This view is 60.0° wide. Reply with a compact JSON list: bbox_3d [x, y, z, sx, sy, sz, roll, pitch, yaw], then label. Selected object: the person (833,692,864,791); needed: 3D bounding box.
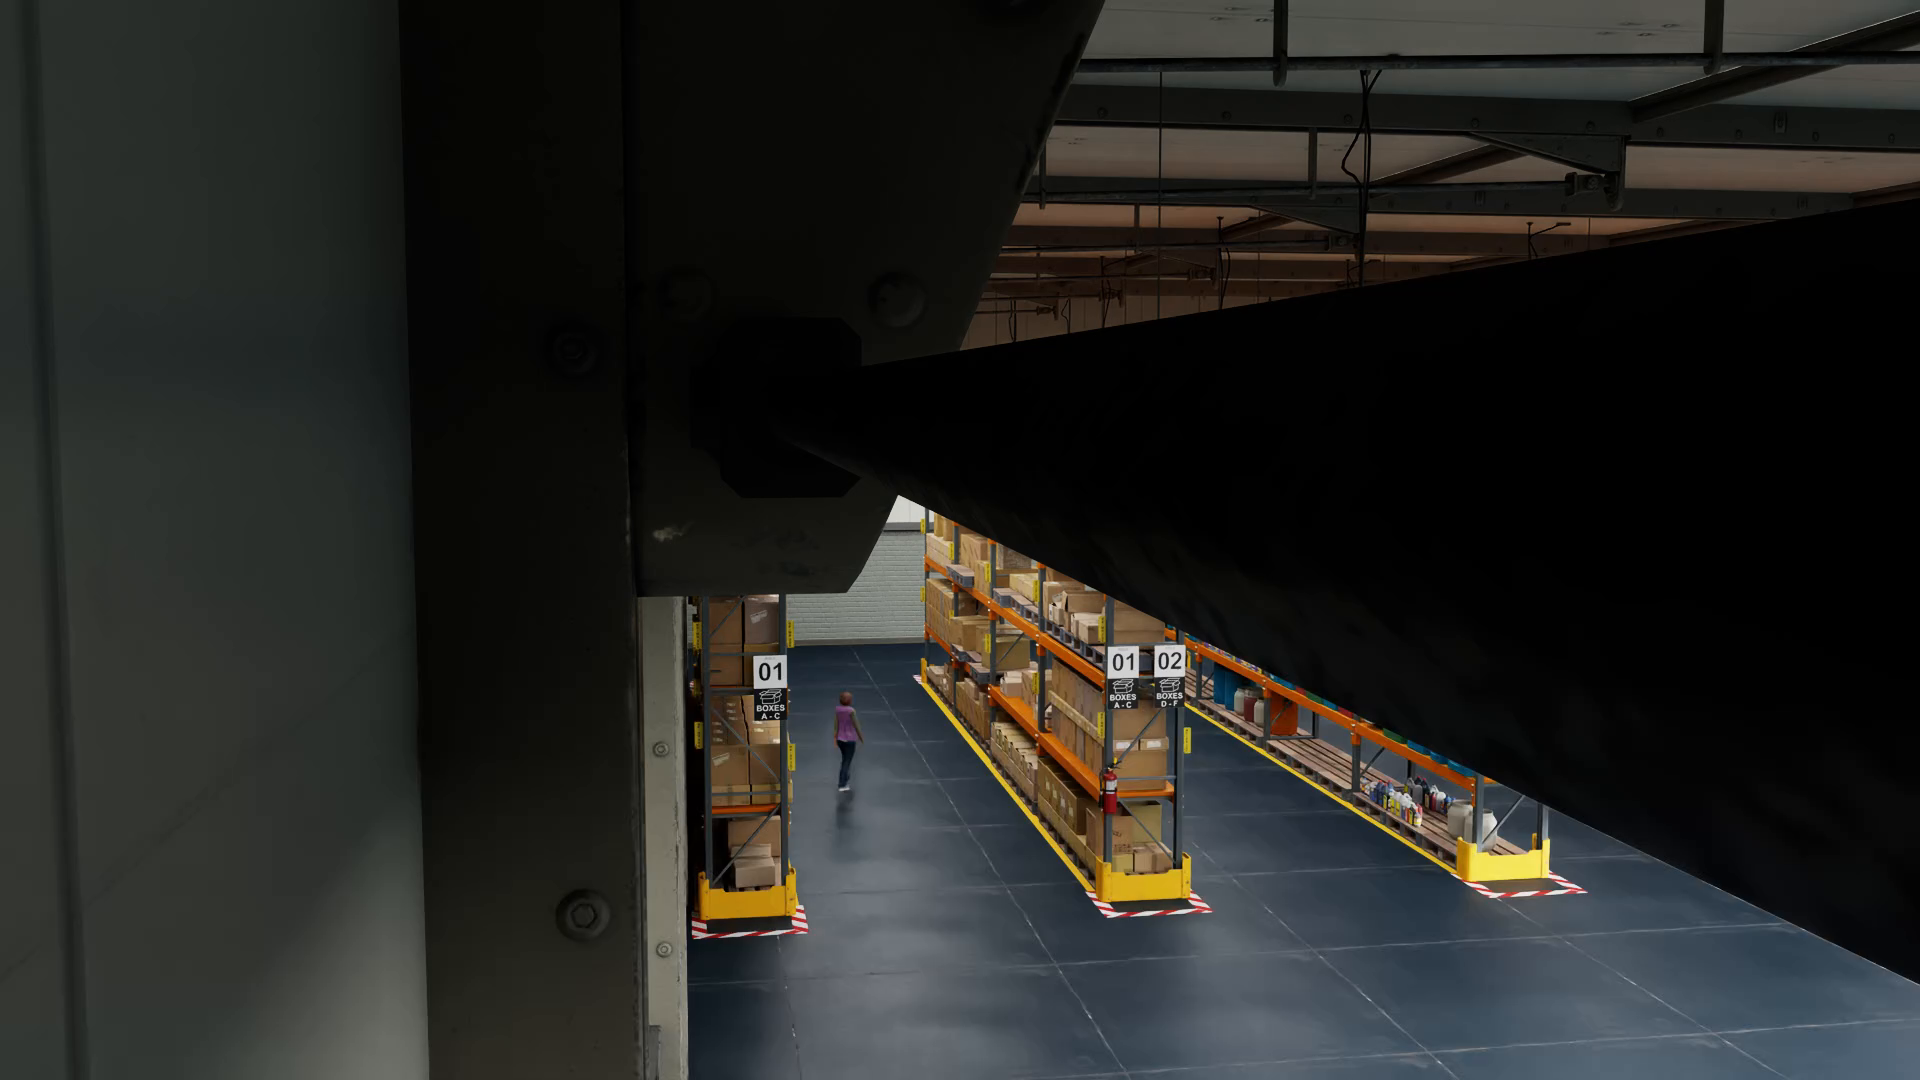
[{"bbox_3d":[-1.789,3.221,26.510,0.440,1.642,0.581,3,6,29],"label":"person"}]
